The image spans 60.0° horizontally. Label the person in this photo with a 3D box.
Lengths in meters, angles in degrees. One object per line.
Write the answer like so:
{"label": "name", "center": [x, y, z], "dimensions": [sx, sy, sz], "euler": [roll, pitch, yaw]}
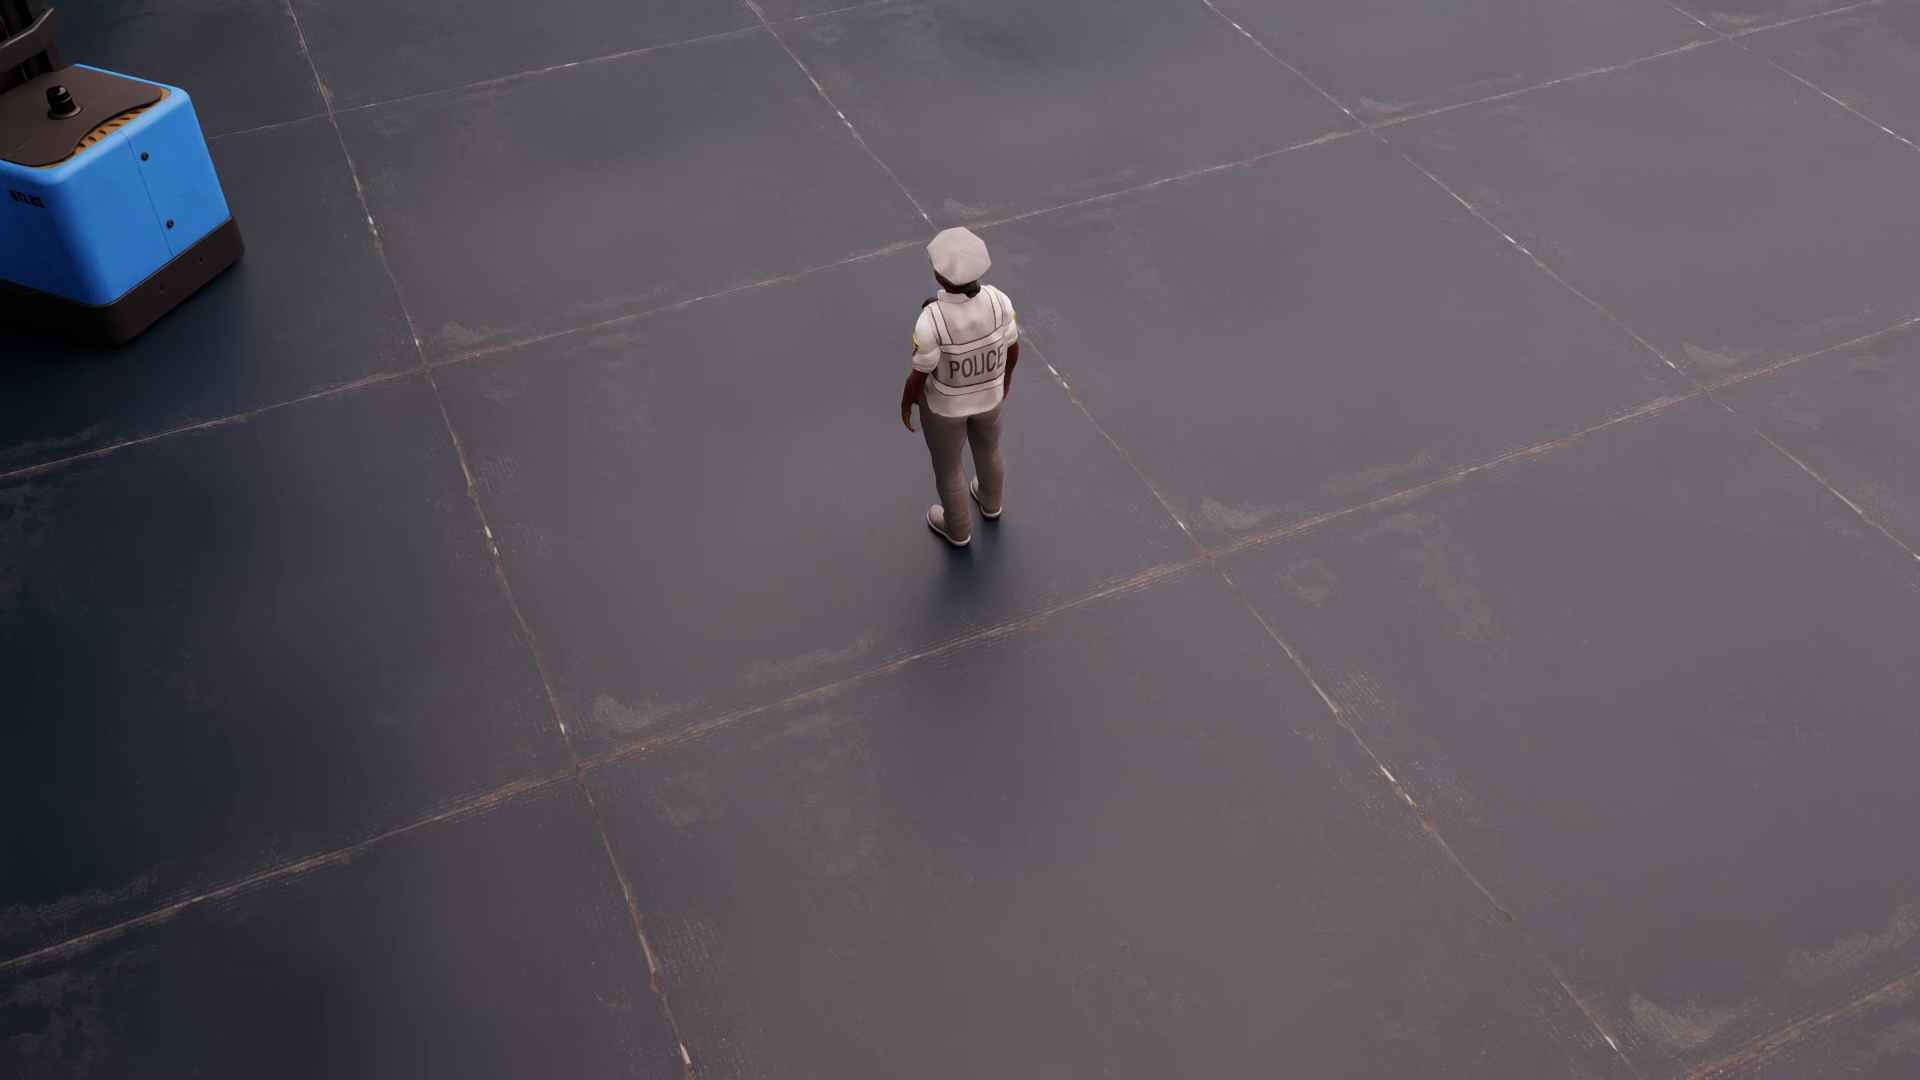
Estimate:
{"label": "person", "center": [-0.013, -0.677, 7.301], "dimensions": [0.569, 1.695, 0.530], "euler": [-18, 46, -18]}

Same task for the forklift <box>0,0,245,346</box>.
{"label": "forklift", "center": [-5.643, -2.769, 8.647], "dimensions": [3.031, 2.935, 1.130], "euler": [16, 45, 17]}
